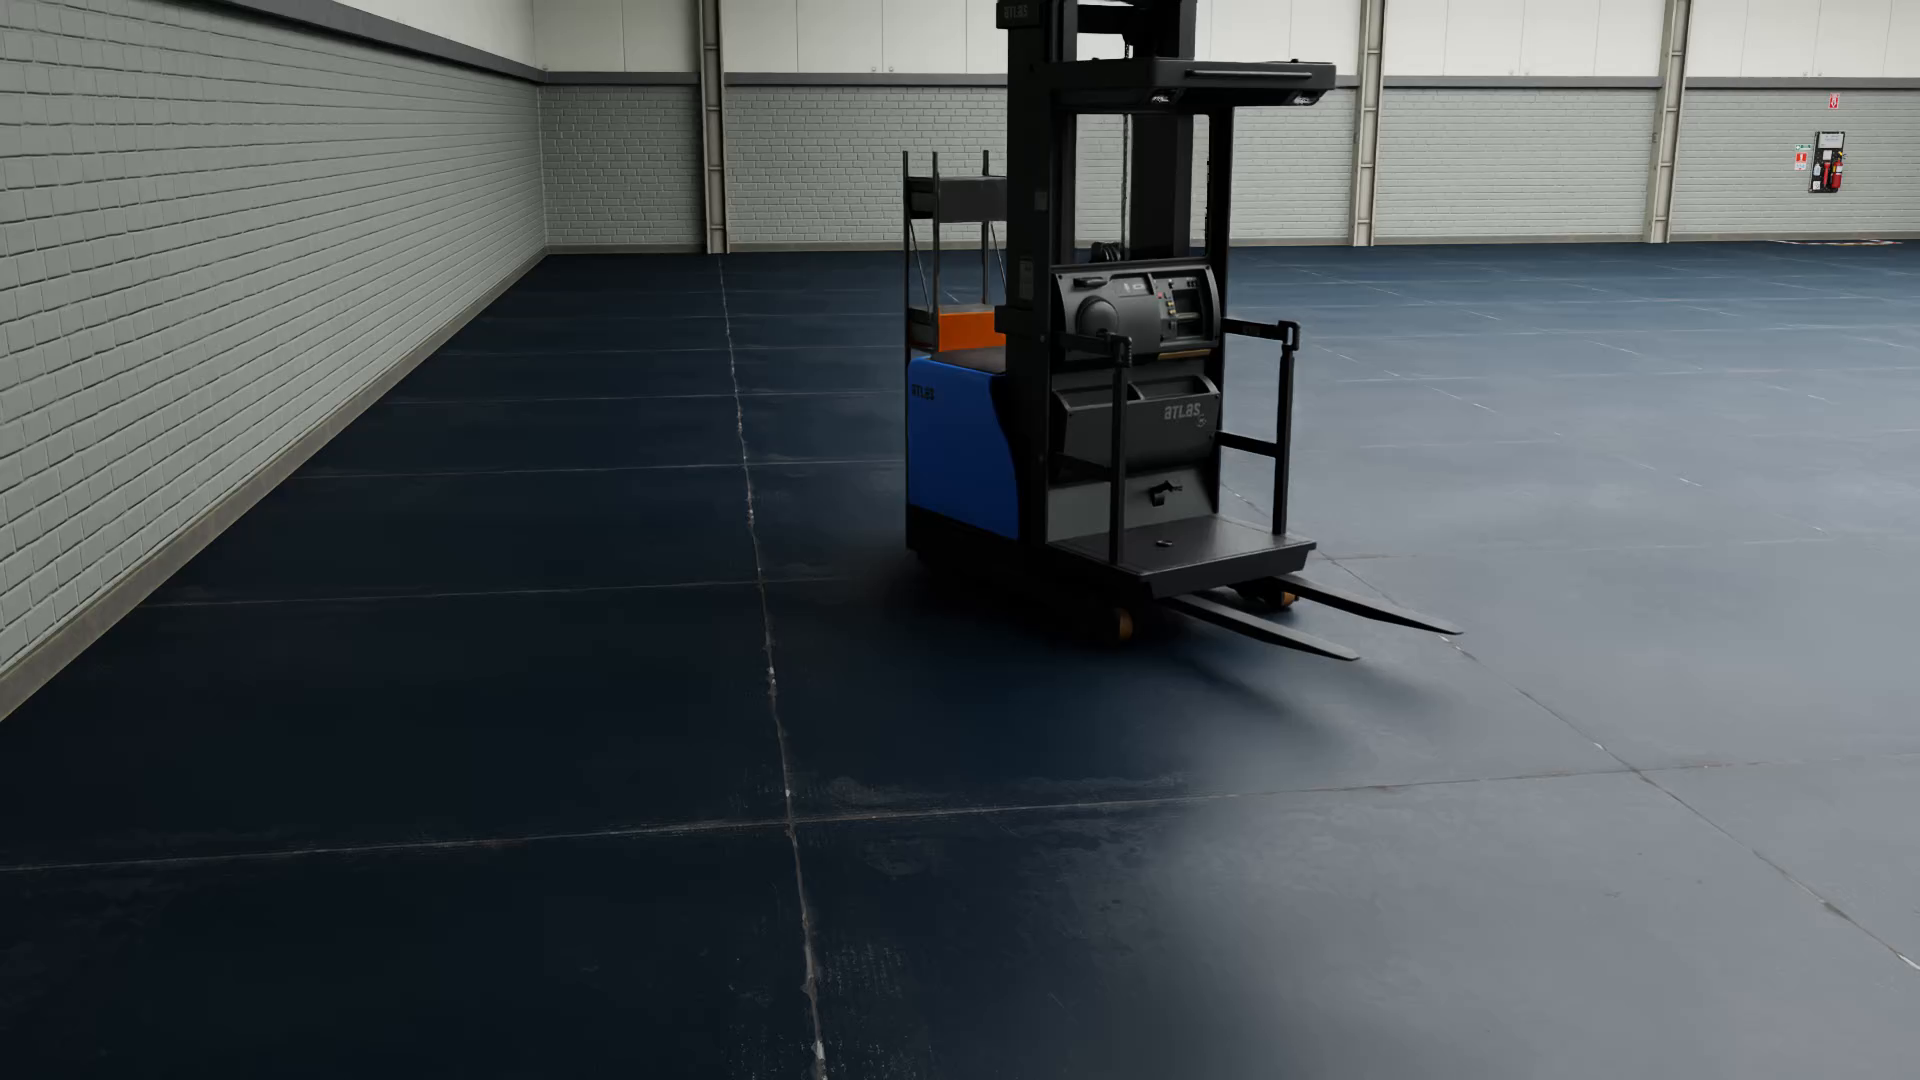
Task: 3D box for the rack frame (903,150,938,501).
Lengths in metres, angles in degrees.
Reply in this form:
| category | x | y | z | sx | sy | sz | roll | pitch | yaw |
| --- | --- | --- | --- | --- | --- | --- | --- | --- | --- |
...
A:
| category | x | y | z | sx | sy | sz | roll | pitch | yaw |
| --- | --- | --- | --- | --- | --- | --- | --- | --- | --- |
| rack frame | -0.211 | -1.032 | 9.019 | 0.015 | 2.100 | 0.400 | -7 | 16 | -26 |

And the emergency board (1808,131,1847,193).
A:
| category | x | y | z | sx | sy | sz | roll | pitch | yaw |
| --- | --- | --- | --- | --- | --- | --- | --- | --- | --- |
| emergency board | 16.975 | -7.369 | 32.439 | 0.643 | 1.169 | 0.194 | -2 | 14 | -8 |

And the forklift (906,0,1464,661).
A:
| category | x | y | z | sx | sy | sz | roll | pitch | yaw |
| --- | --- | --- | --- | --- | --- | --- | --- | --- | --- |
| forklift | 0.951 | -1.092 | 7.551 | 1.130 | 2.935 | 3.031 | -9 | 17 | -33 |

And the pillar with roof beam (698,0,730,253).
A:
| category | x | y | z | sx | sy | sz | roll | pitch | yaw |
| --- | --- | --- | --- | --- | --- | --- | --- | --- | --- |
| pillar with roof beam | -3.667 | -8.454 | 24.433 | 0.400 | 9.000 | 9.100 | -2 | 14 | -8 |

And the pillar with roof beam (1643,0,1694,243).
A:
| category | x | y | z | sx | sy | sz | roll | pitch | yaw |
| --- | --- | --- | --- | --- | --- | --- | --- | --- | --- |
| pillar with roof beam | 14.133 | -9.106 | 27.034 | 0.400 | 9.000 | 9.100 | -2 | 14 | -8 |

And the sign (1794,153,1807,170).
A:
| category | x | y | z | sx | sy | sz | roll | pitch | yaw |
| --- | --- | --- | --- | --- | --- | --- | --- | --- | --- |
| sign | 16.413 | -7.391 | 32.454 | 0.234 | 0.329 | 0.001 | -2 | 14 | -8 |

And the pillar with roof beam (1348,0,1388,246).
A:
| category | x | y | z | sx | sy | sz | roll | pitch | yaw |
| --- | --- | --- | --- | --- | --- | --- | --- | --- | --- |
| pillar with roof beam | 8.200 | -8.889 | 26.167 | 0.400 | 9.000 | 9.100 | -2 | 14 | -8 |

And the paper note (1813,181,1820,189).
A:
| category | x | y | z | sx | sy | sz | roll | pitch | yaw |
| --- | --- | --- | --- | --- | --- | --- | --- | --- | --- |
| paper note | 16.790 | -6.952 | 32.587 | 0.142 | 0.148 | 0.016 | -2 | 14 | -8 |

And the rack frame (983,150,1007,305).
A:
| category | x | y | z | sx | sy | sz | roll | pitch | yaw |
| --- | --- | --- | --- | --- | --- | --- | --- | --- | --- |
| rack frame | 0.225 | -1.085 | 9.233 | 0.015 | 2.100 | 0.400 | -7 | 16 | -26 |

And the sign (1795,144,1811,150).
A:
| category | x | y | z | sx | sy | sz | roll | pitch | yaw |
| --- | --- | --- | --- | --- | --- | --- | --- | --- | --- |
| sign | 16.419 | -7.646 | 32.381 | 0.331 | 0.109 | 0.001 | -2 | 14 | -8 |

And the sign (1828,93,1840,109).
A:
| category | x | y | z | sx | sy | sz | roll | pitch | yaw |
| --- | --- | --- | --- | --- | --- | --- | --- | --- | --- |
| sign | 16.952 | -8.517 | 32.251 | 0.199 | 0.298 | 0.001 | -2 | 14 | -8 |

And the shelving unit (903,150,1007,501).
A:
| category | x | y | z | sx | sy | sz | roll | pitch | yaw |
| --- | --- | --- | --- | --- | --- | --- | --- | --- | --- |
| shelving unit | 0.007 | -1.059 | 9.126 | 0.503 | 2.100 | 0.431 | -7 | 16 | -26 |

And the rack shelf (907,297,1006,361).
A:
| category | x | y | z | sx | sy | sz | roll | pitch | yaw |
| --- | --- | --- | --- | --- | --- | --- | --- | --- | --- |
| rack shelf | 0.007 | -1.045 | 9.129 | 0.480 | 0.518 | 0.431 | -7 | 16 | -26 |

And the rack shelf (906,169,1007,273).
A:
| category | x | y | z | sx | sy | sz | roll | pitch | yaw |
| --- | --- | --- | --- | --- | --- | --- | --- | --- | --- |
| rack shelf | 0.007 | -1.724 | 8.959 | 0.480 | 0.518 | 0.431 | -7 | 16 | -26 |
